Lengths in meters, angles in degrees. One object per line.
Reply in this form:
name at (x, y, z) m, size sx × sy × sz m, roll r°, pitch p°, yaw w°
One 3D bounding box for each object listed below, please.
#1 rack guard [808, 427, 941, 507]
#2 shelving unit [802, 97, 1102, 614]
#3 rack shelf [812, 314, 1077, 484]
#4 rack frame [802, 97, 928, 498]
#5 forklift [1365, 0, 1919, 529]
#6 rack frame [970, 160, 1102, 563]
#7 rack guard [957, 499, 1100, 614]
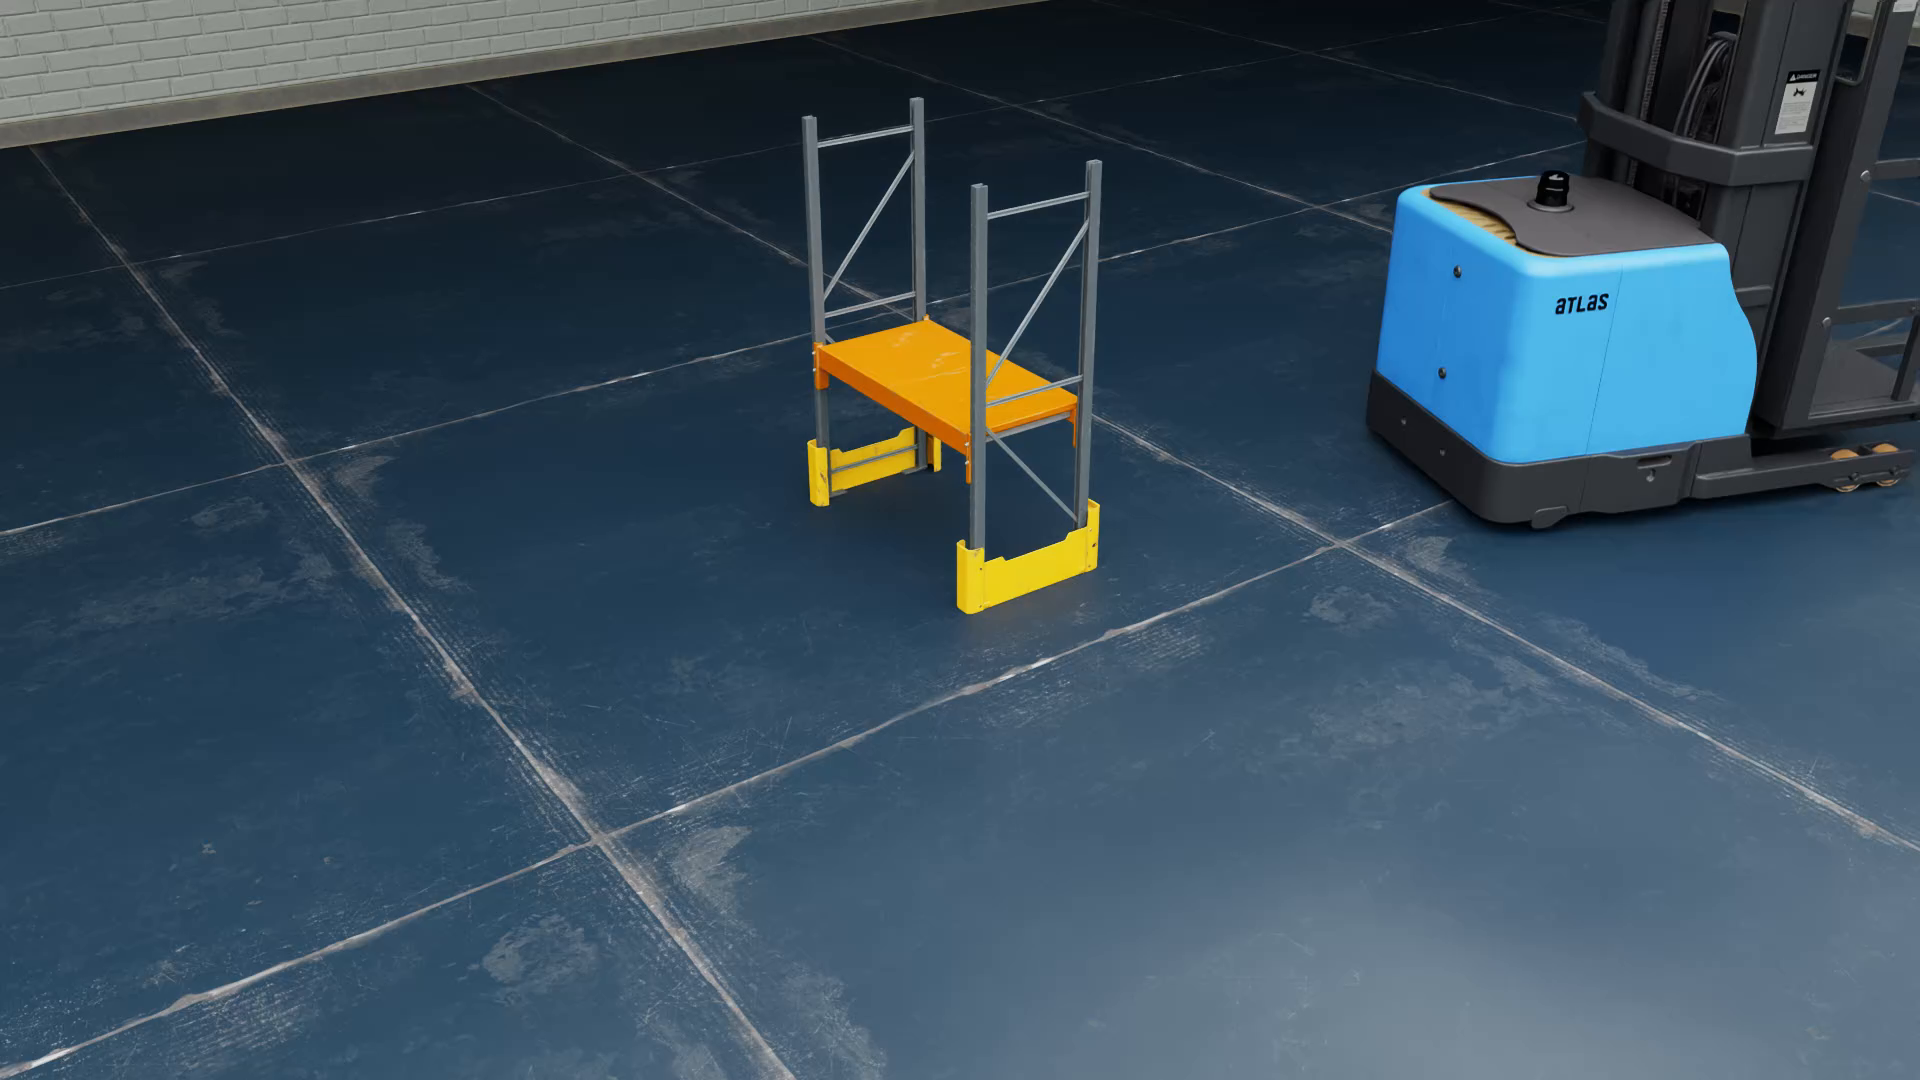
rack guard at (-0.333, -0.333, 6.601) m, size 0.587 × 0.250 × 0.087 m, roll -19°, pitch 34°, yaw -31°
shelving unit at (-0.044, -0.689, 5.947) m, size 0.587 × 1.500 × 1.083 m, roll -19°, pitch 34°, yaw -31°
rack shelf at (-0.049, -0.534, 6.039) m, size 0.538 × 0.185 × 1.000 m, roll -19°, pitch 34°, yaw -31°
rack frame at (-0.344, -0.890, 6.317) m, size 0.500 × 1.500 × 0.032 m, roll -19°, pitch 34°, yaw -31°
forklift at (3.288, -1.712, 6.331) m, size 3.031 × 2.935 × 1.130 m, roll -8°, pitch 29°, yaw -14°
rack frame at (0.245, -0.495, 5.589) m, size 0.500 × 1.500 × 0.032 m, roll -19°, pitch 34°, yaw -31°
rack guard at (0.245, 0.054, 5.888) m, size 0.587 × 0.250 × 0.087 m, roll -19°, pitch 34°, yaw -31°
